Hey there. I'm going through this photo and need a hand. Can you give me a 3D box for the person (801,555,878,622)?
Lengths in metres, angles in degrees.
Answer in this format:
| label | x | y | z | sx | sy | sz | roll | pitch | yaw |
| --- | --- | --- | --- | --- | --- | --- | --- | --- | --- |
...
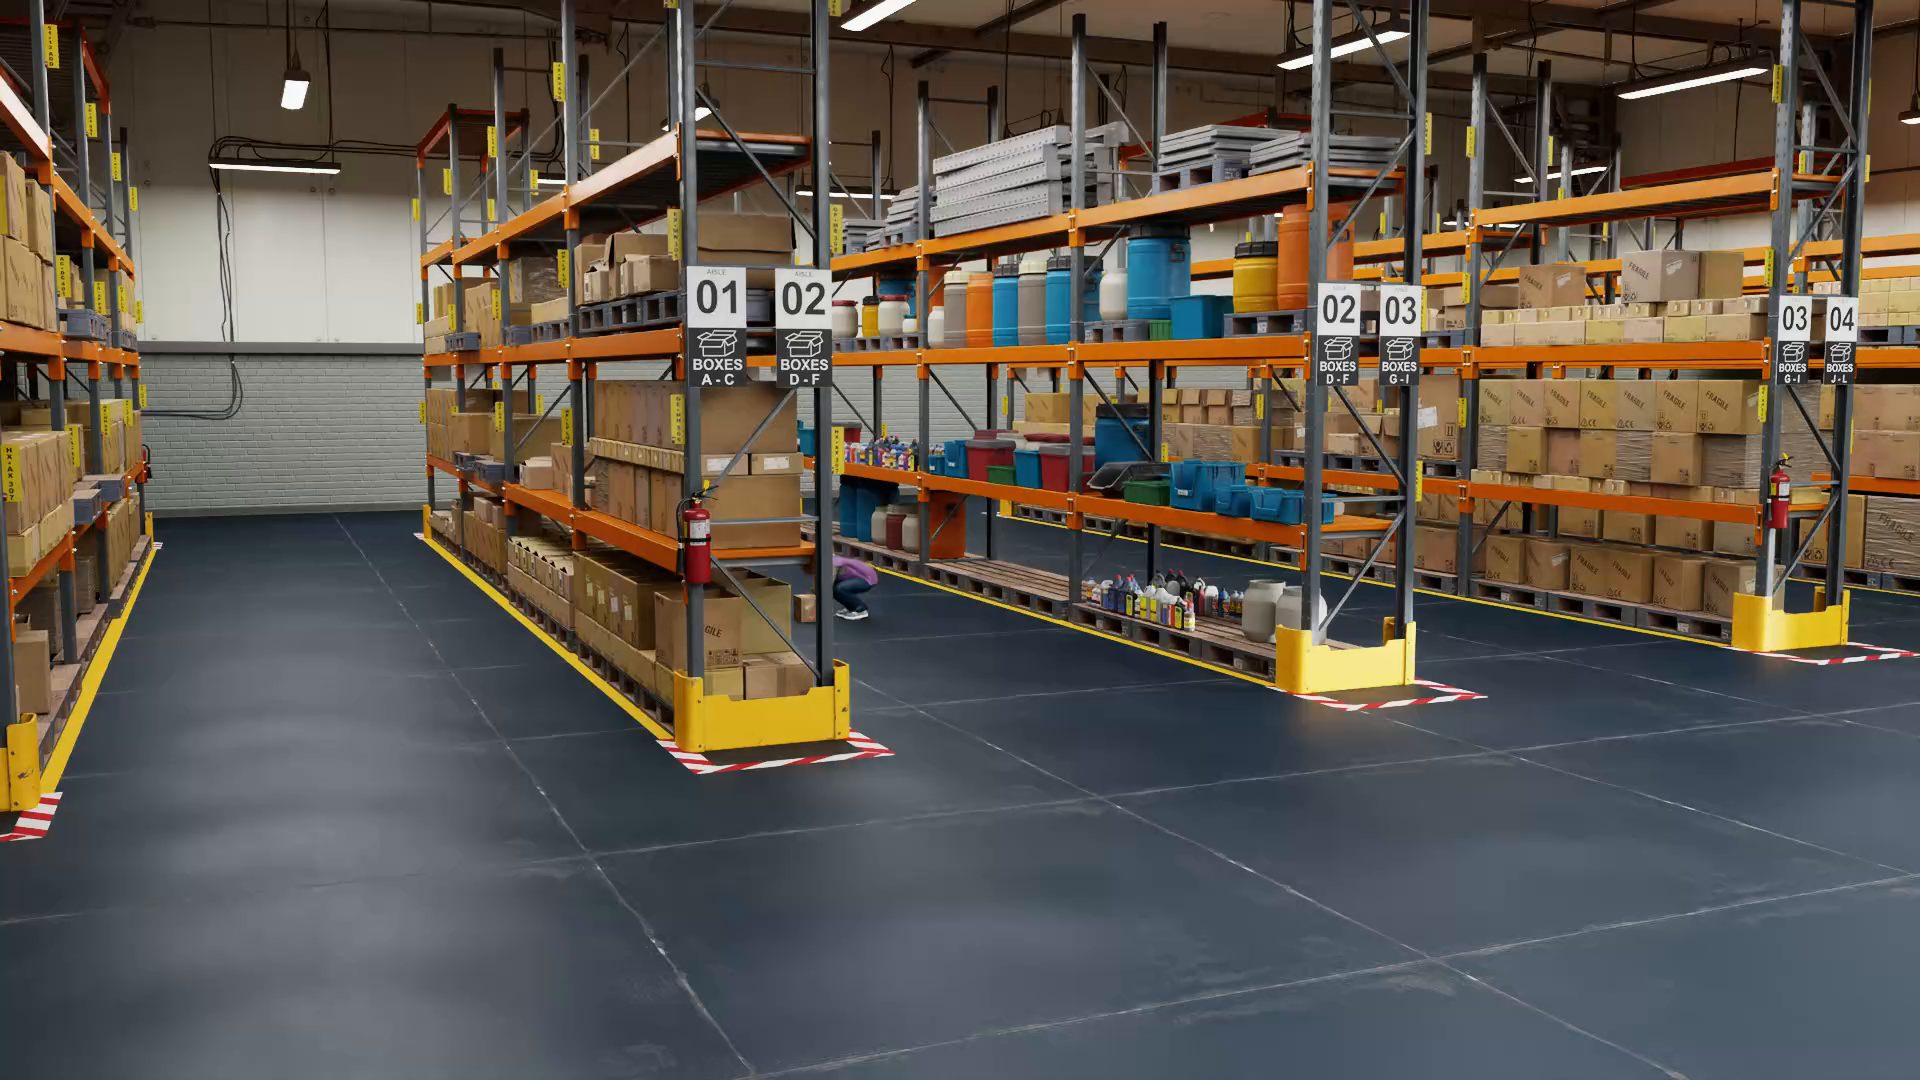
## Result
| label | x | y | z | sx | sy | sz | roll | pitch | yaw |
| --- | --- | --- | --- | --- | --- | --- | --- | --- | --- |
| person | -1.248 | 0.494 | 17.108 | 0.839 | 0.761 | 0.432 | -3 | 6 | -25 |
